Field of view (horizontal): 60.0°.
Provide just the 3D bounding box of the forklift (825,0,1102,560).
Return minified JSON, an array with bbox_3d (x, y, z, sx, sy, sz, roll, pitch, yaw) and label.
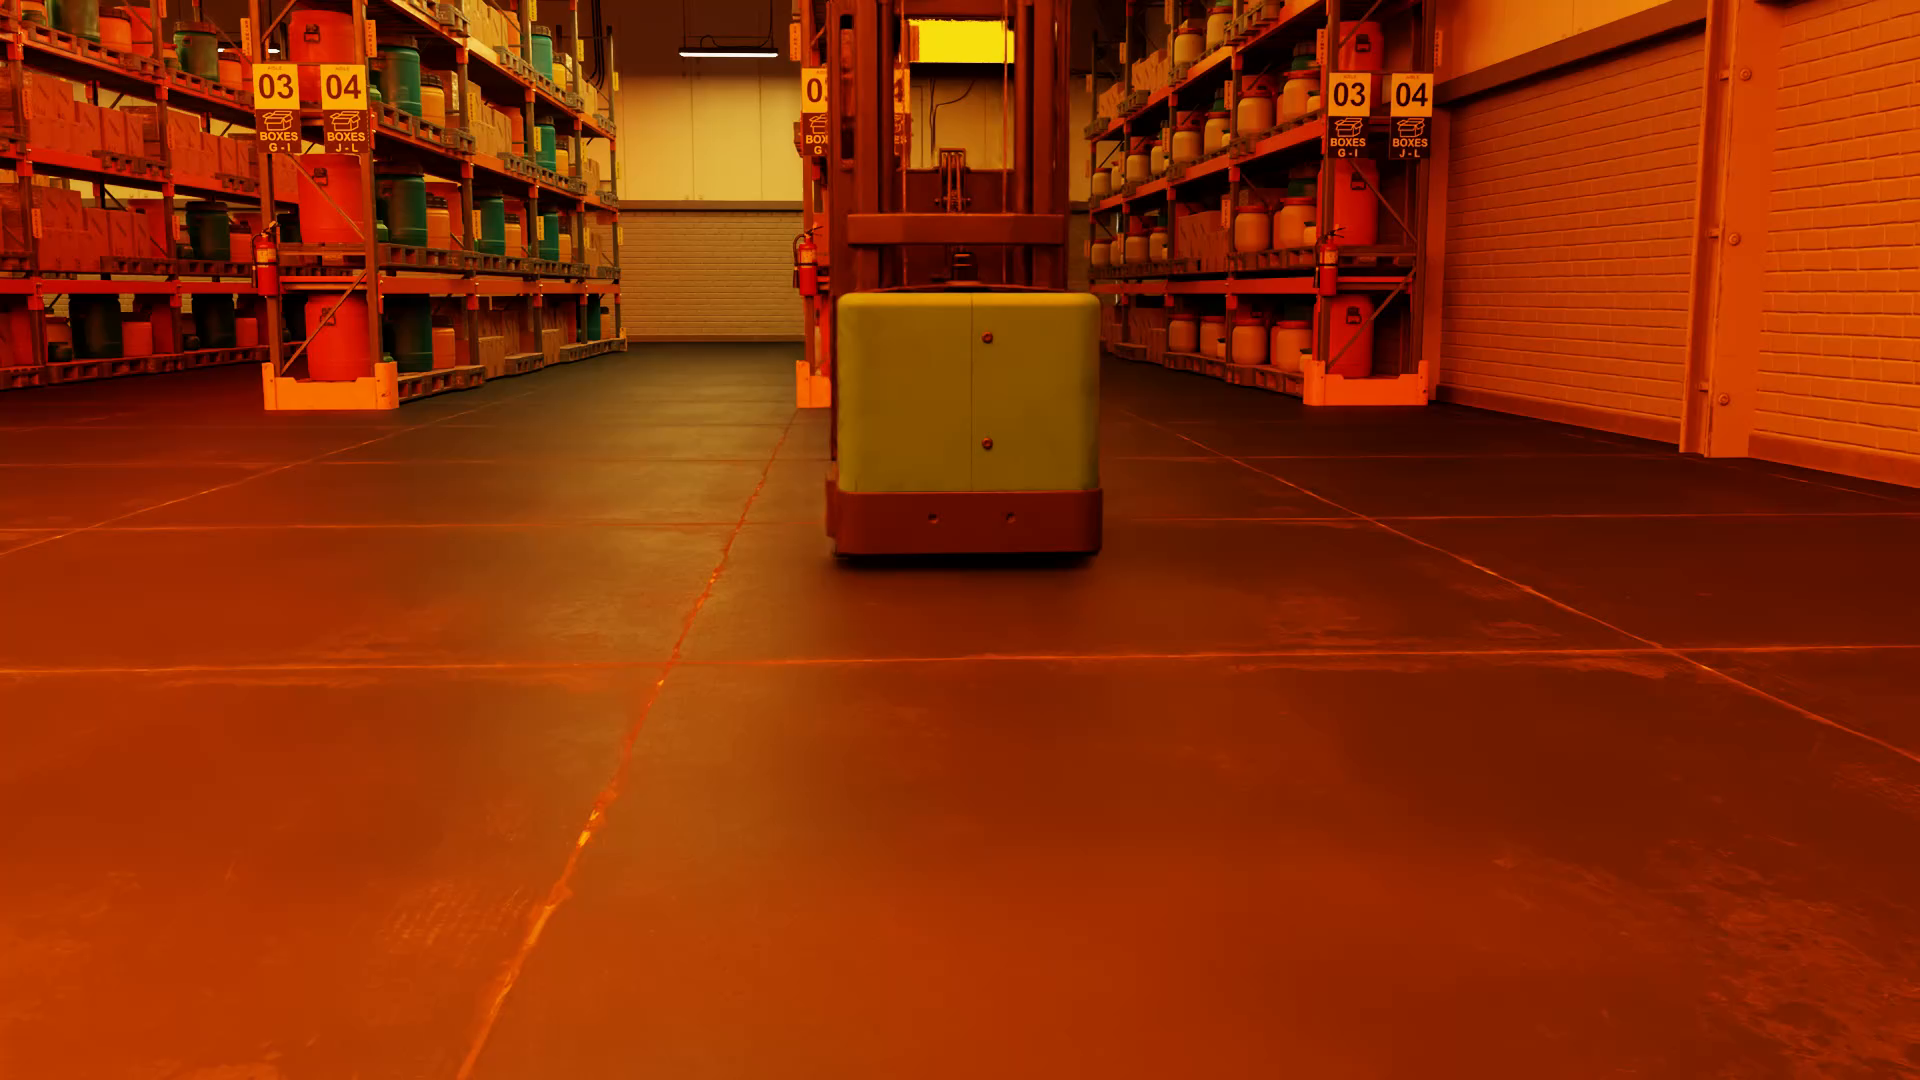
[{"bbox_3d":[-0.073,-1.549,7.764,1.130,2.935,3.031,-1,8,-5],"label":"forklift"}]
